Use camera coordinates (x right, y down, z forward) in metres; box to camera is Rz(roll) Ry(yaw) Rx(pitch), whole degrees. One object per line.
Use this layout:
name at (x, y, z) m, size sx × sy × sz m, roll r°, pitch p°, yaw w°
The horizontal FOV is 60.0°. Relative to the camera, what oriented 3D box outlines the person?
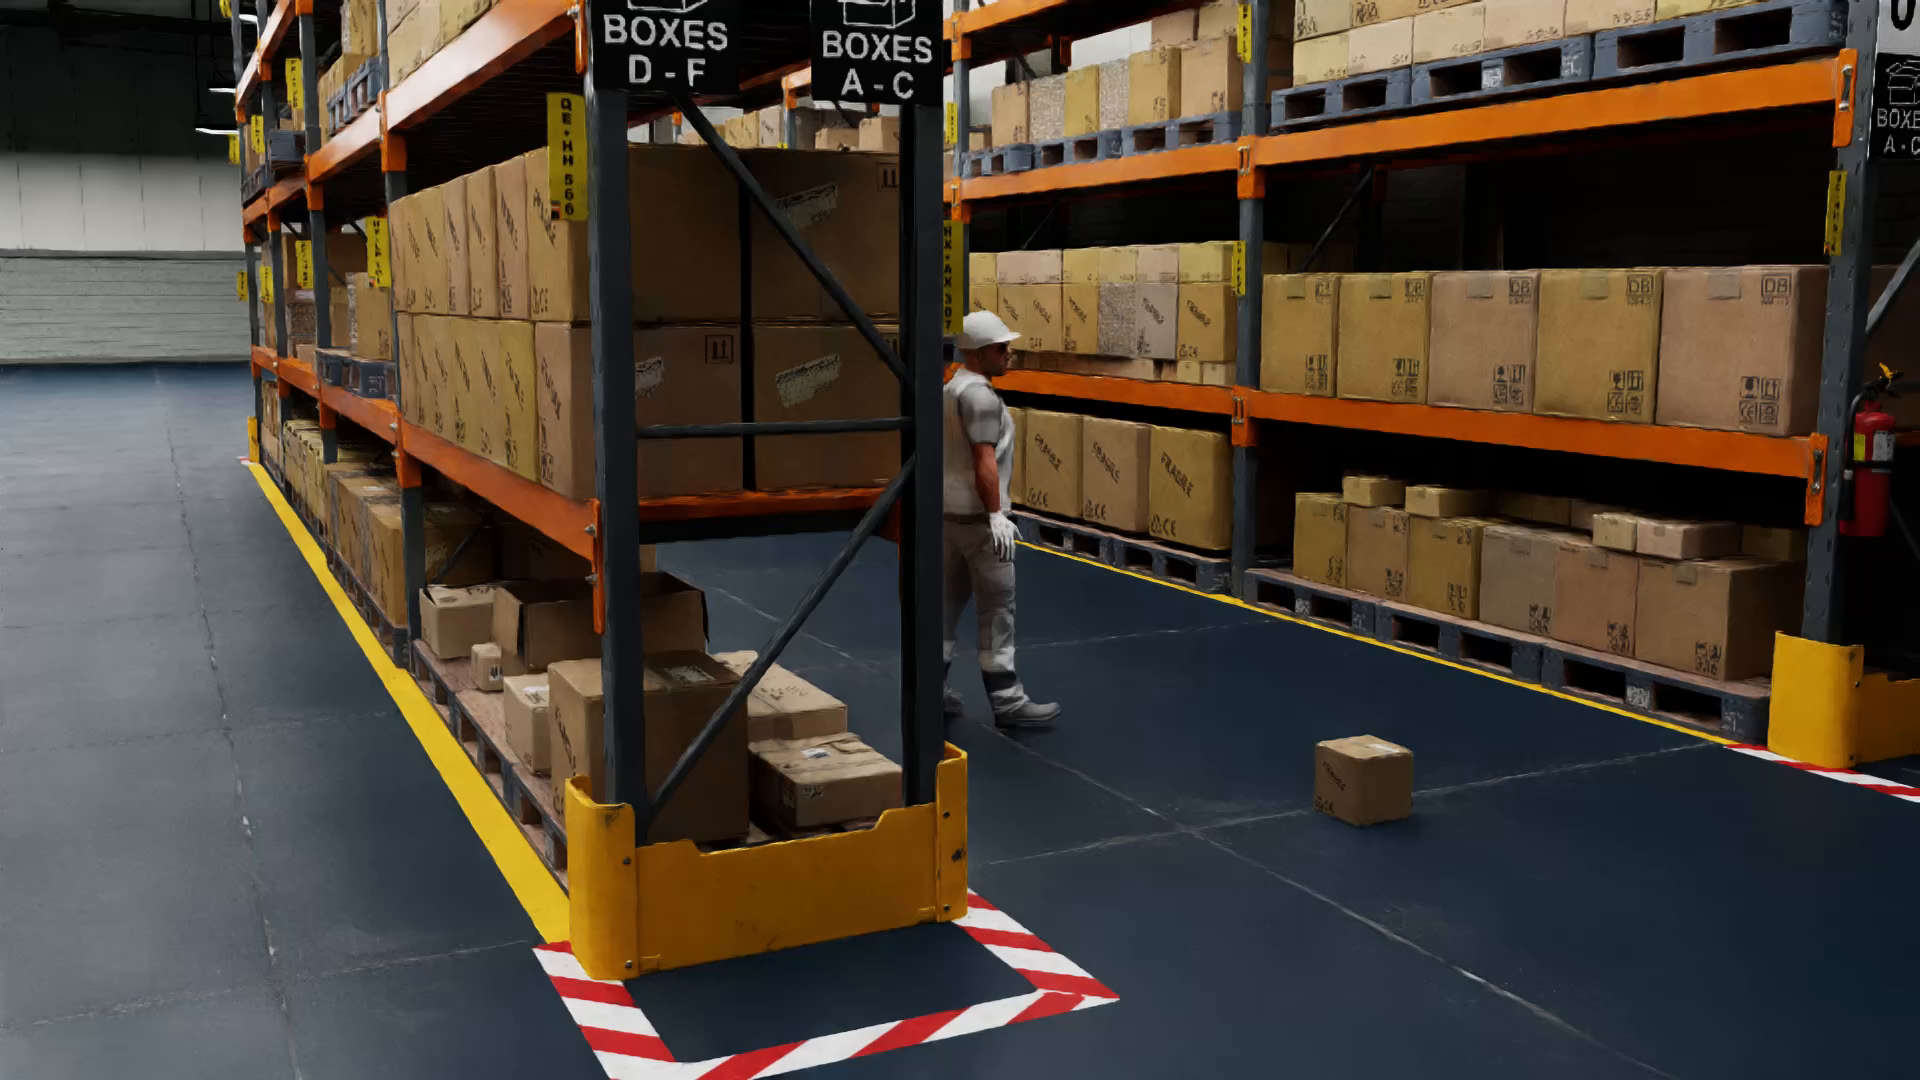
person at (0.131, -0.089, 7.186) m, size 0.577 × 1.787 × 0.689 m, roll -3°, pitch 9°, yaw -18°
